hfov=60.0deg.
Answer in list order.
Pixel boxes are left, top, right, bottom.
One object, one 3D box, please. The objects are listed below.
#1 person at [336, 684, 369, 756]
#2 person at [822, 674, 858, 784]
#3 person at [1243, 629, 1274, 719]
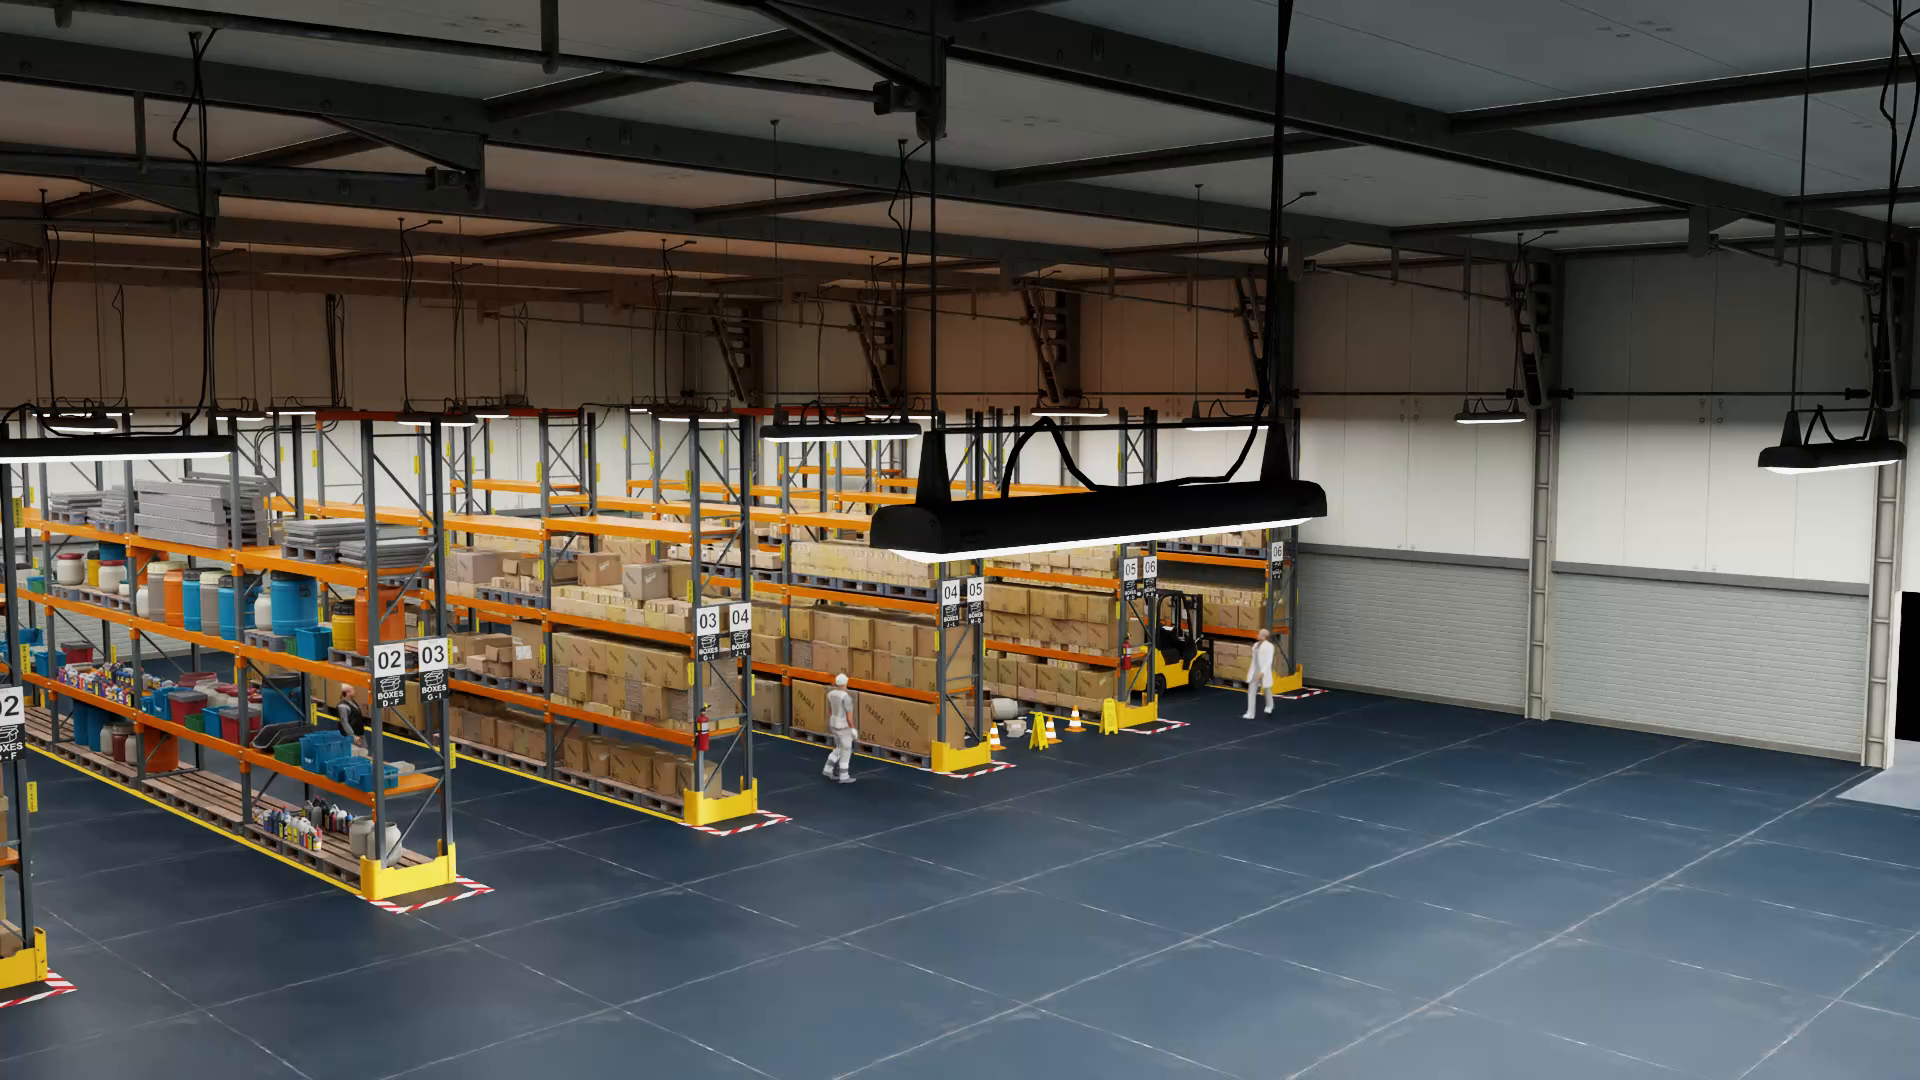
[{"bbox_3d":[-9.681,3.176,26.506,0.997,1.595,0.485,4,6,36],"label":"person"},{"bbox_3d":[-1.939,3.054,27.021,0.479,1.791,0.605,-3,6,-30],"label":"person"},{"bbox_3d":[5.852,2.595,32.388,0.533,1.730,1.144,2,6,24],"label":"person"}]
